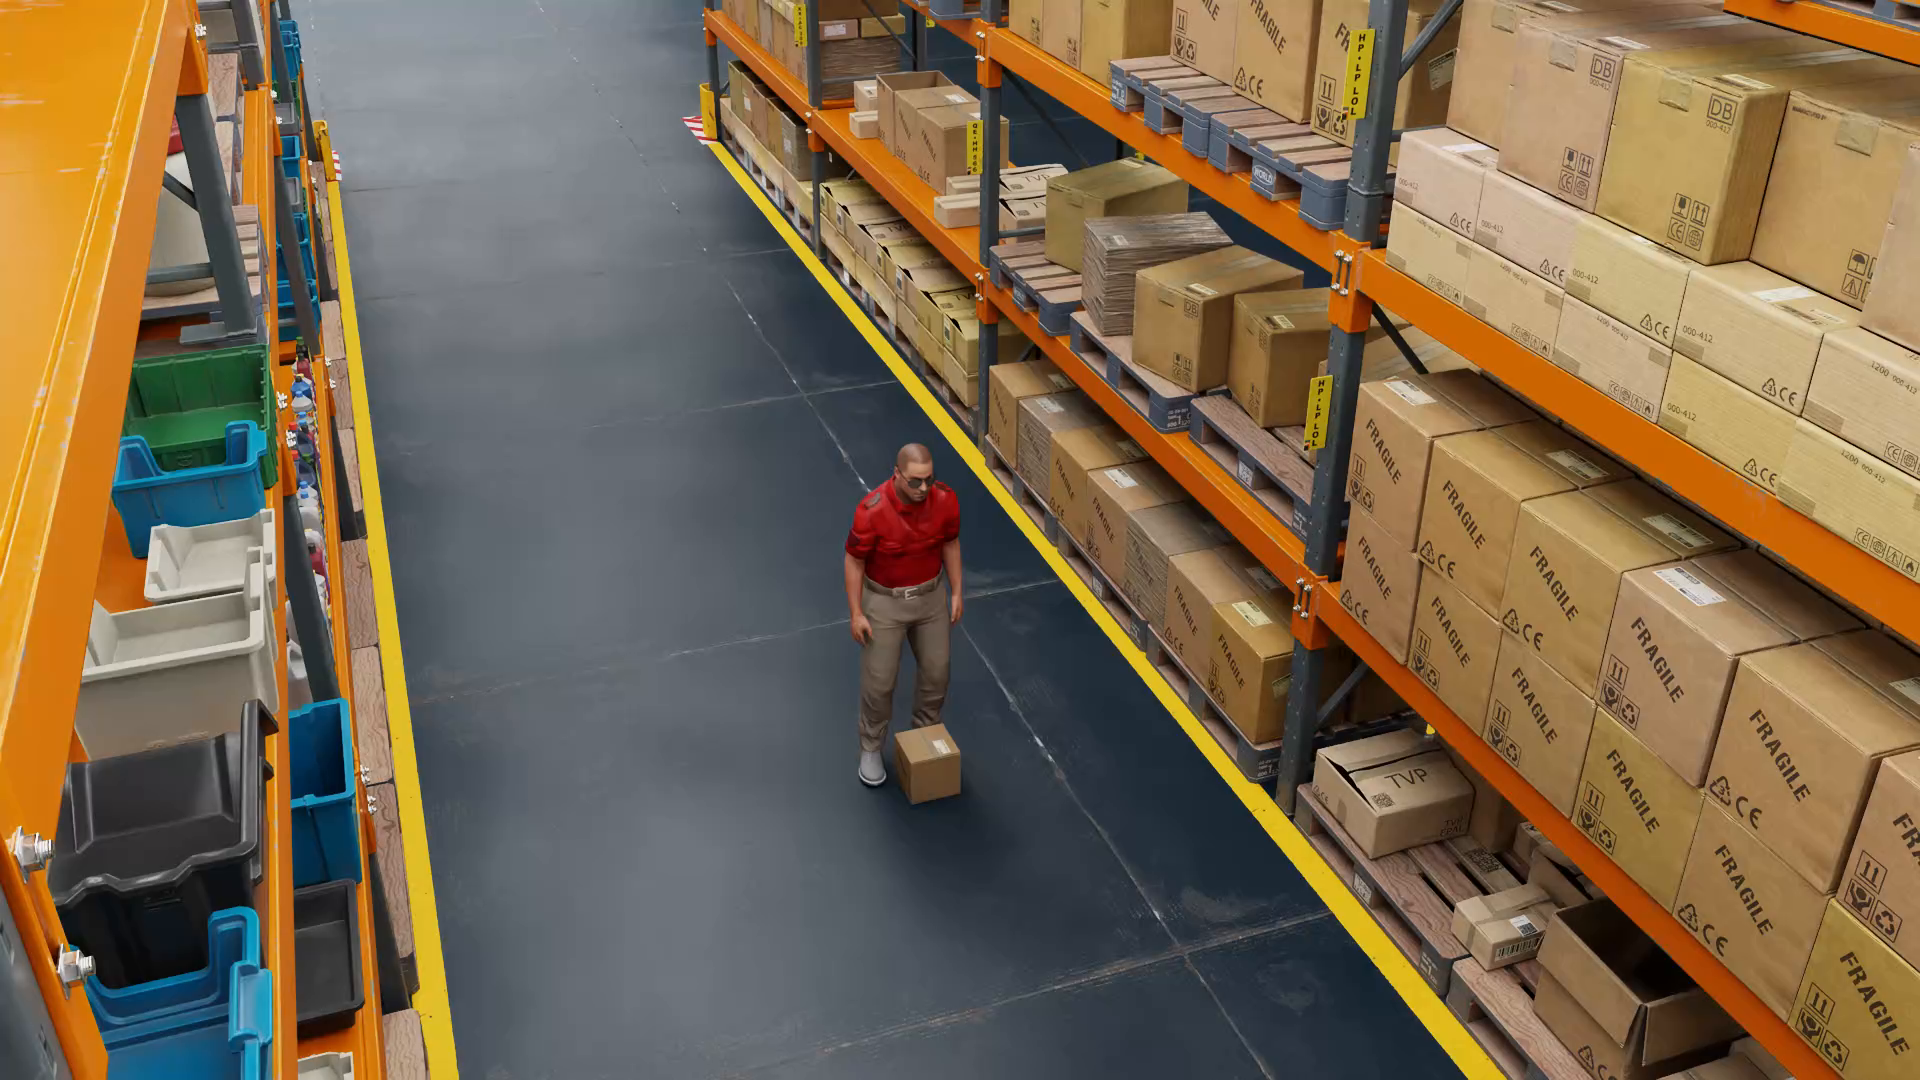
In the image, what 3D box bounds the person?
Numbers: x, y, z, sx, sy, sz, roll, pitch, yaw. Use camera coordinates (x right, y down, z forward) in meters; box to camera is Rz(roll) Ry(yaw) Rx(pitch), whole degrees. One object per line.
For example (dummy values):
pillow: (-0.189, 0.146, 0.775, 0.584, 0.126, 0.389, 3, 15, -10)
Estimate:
person: (-0.251, 0.312, 7.813, 0.593, 1.725, 0.393, -12, 32, -20)
